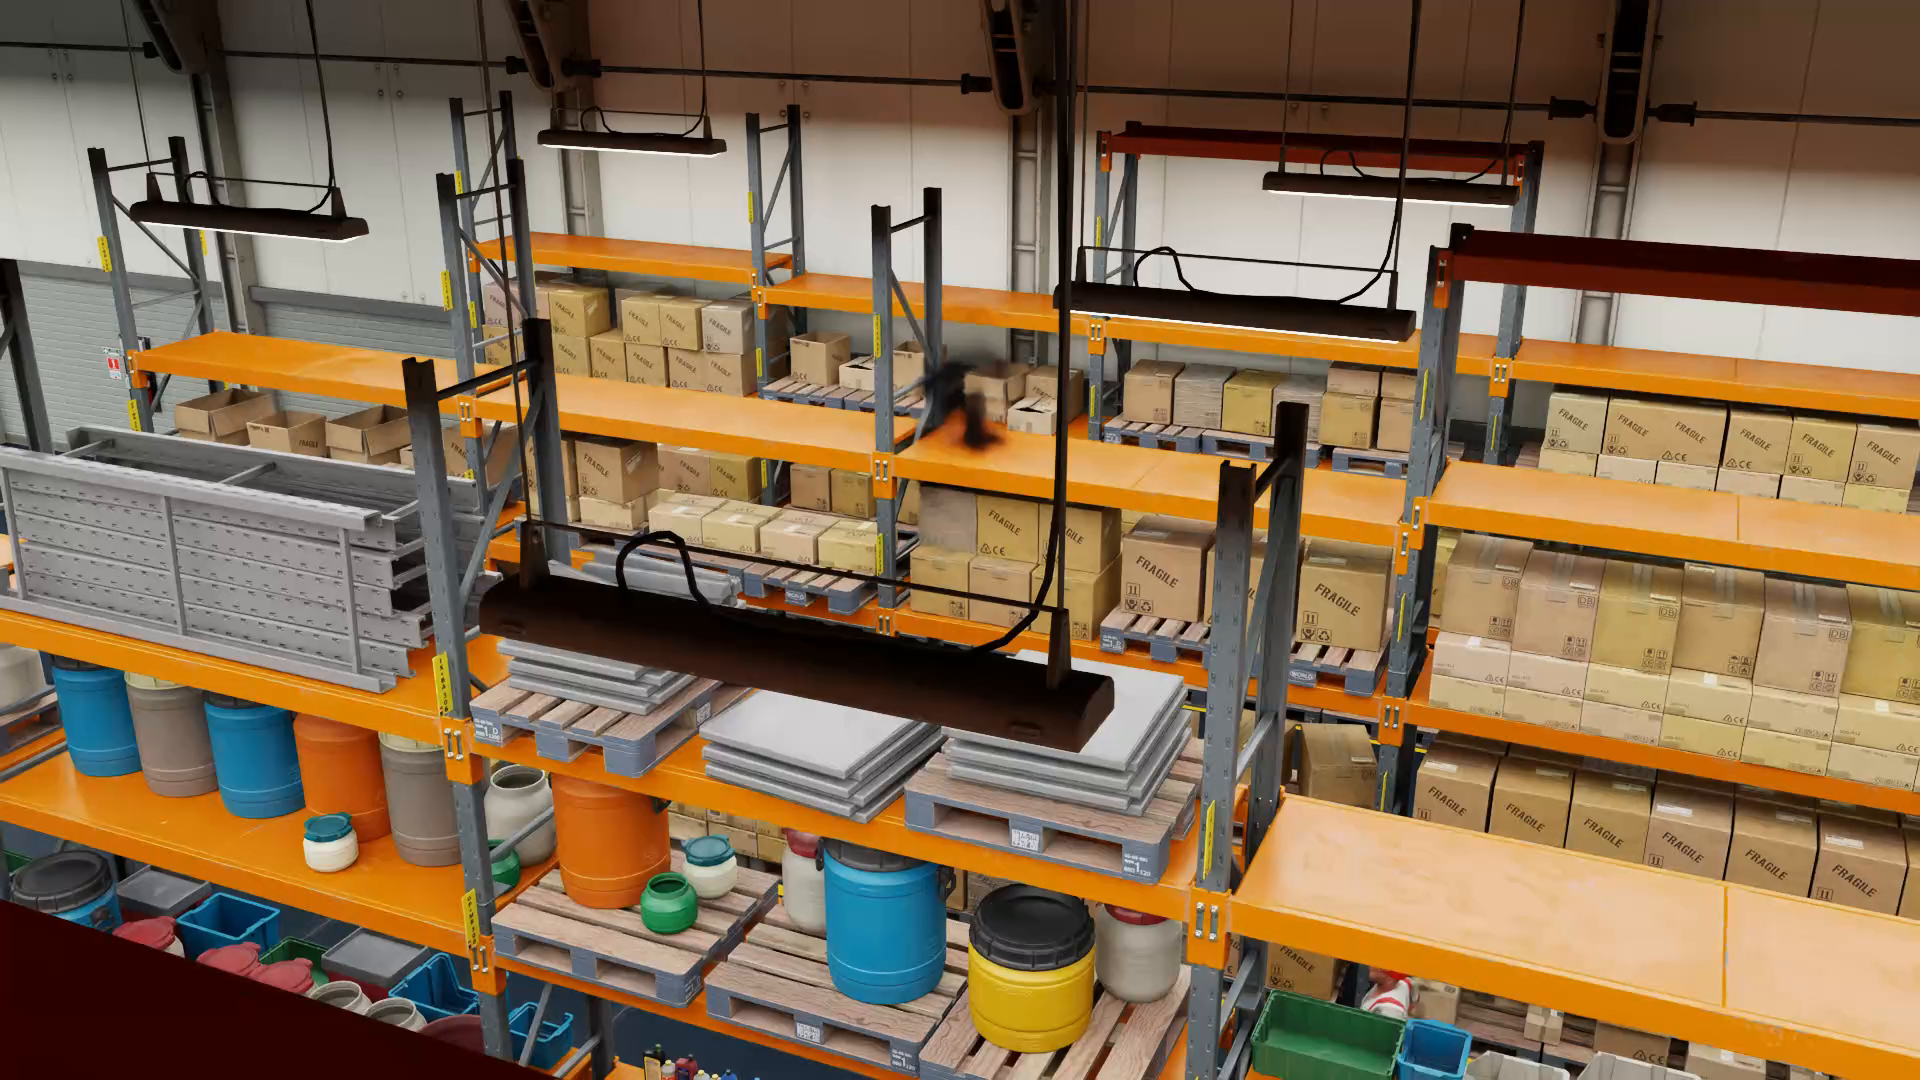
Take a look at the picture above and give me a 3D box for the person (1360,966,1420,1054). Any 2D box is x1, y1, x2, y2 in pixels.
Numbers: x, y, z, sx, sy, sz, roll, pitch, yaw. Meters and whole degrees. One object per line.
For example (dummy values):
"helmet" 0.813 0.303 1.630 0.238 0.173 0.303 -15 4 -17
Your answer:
"person" 2.753 3.442 11.002 0.841 1.761 0.690 6 21 17
